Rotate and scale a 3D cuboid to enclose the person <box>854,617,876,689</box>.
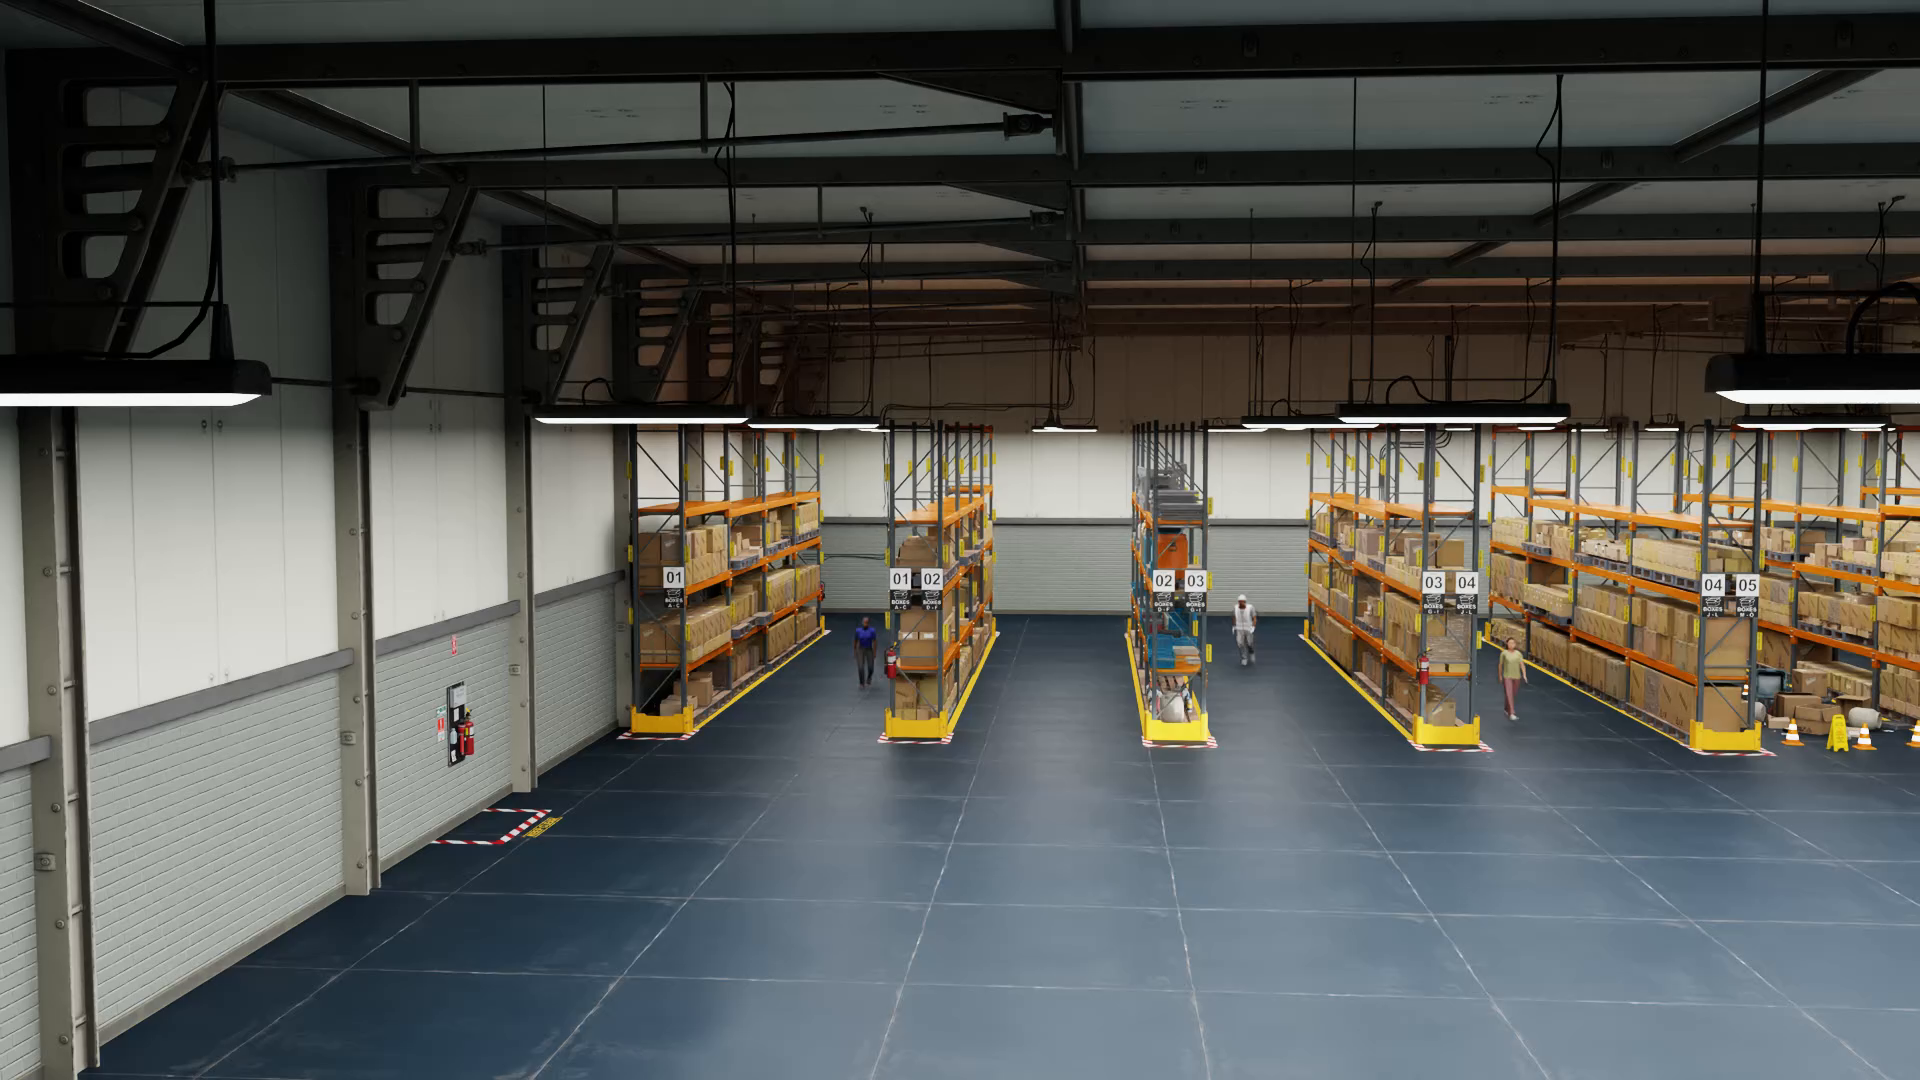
[{"bbox_3d":[-2.155,2.534,37.670,0.505,1.636,0.571,0,4,-5],"label":"person"}]

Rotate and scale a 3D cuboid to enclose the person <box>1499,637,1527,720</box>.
[{"bbox_3d":[11.118,2.771,33.404,0.471,1.619,0.968,0,4,0],"label":"person"}]

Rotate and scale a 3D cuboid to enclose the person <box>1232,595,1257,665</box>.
[{"bbox_3d":[7.119,2.222,41.548,0.617,1.754,0.731,1,4,20],"label":"person"}]
